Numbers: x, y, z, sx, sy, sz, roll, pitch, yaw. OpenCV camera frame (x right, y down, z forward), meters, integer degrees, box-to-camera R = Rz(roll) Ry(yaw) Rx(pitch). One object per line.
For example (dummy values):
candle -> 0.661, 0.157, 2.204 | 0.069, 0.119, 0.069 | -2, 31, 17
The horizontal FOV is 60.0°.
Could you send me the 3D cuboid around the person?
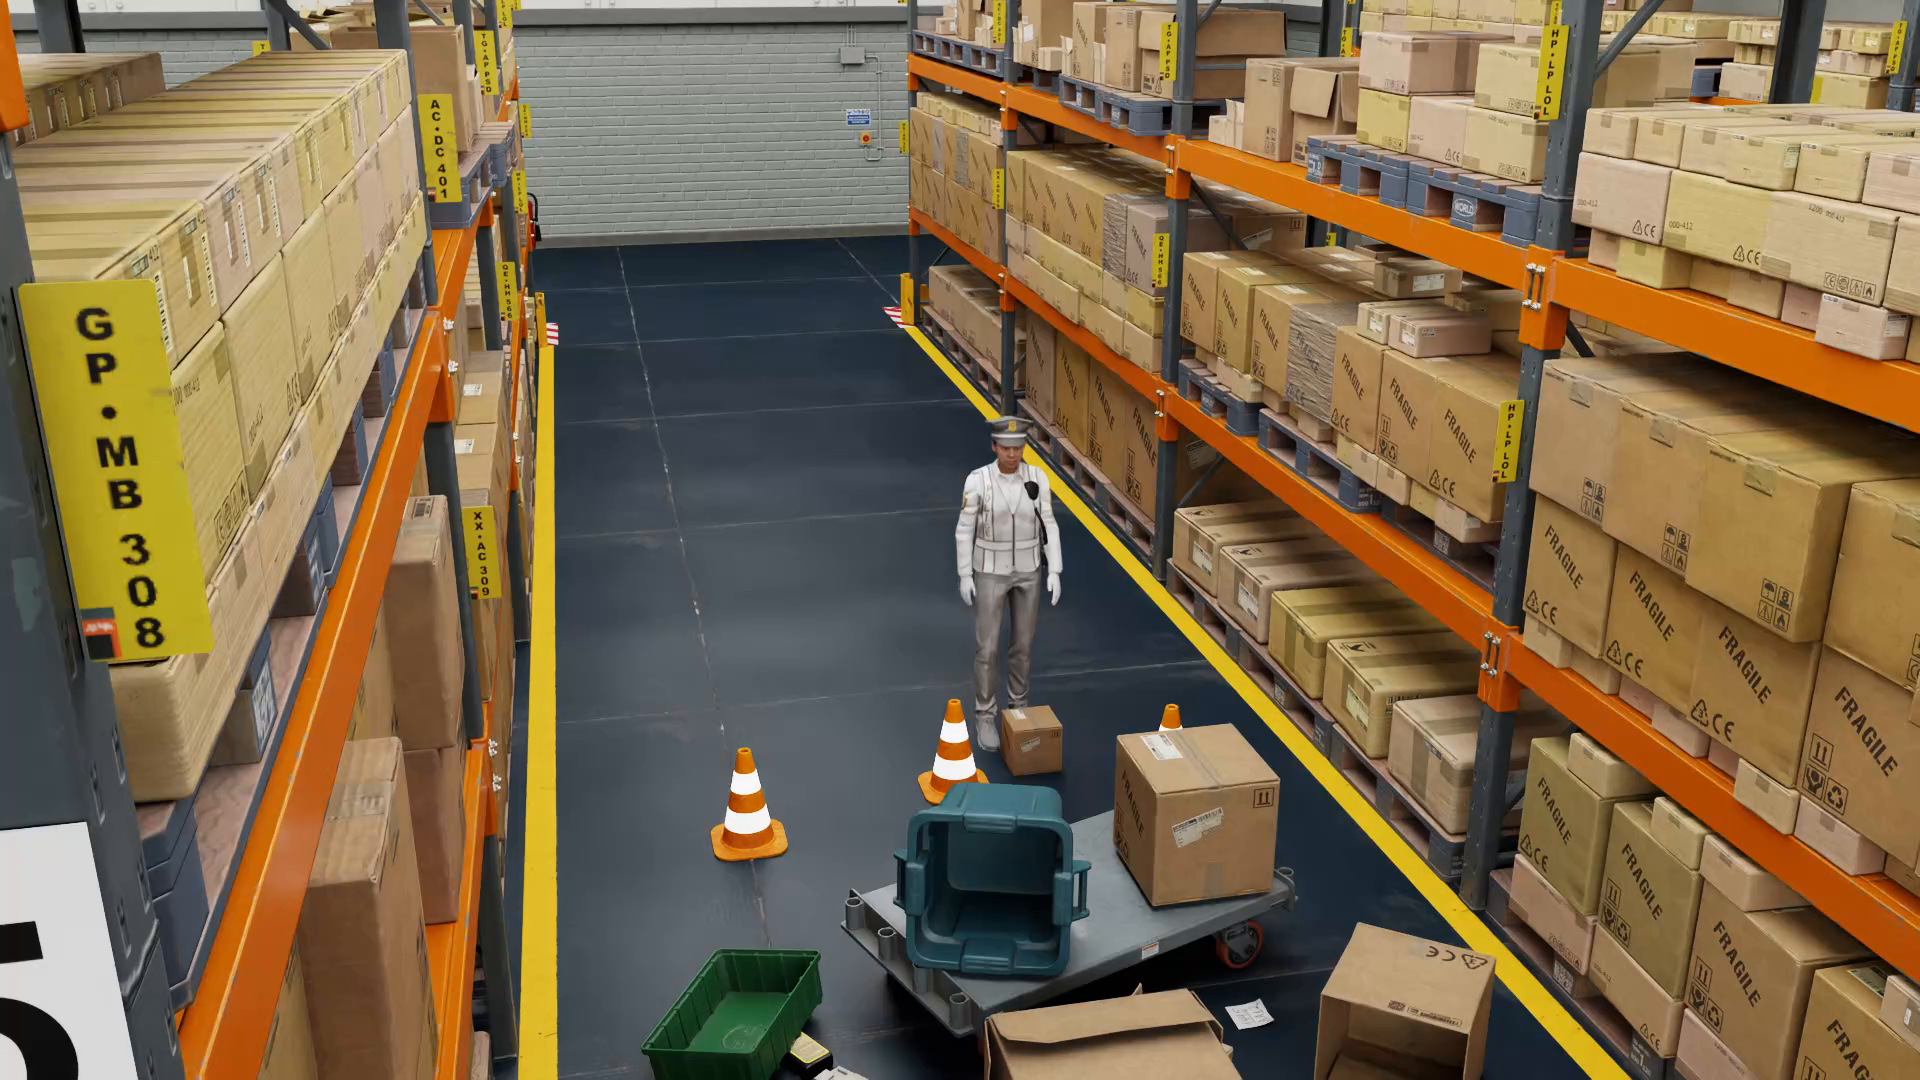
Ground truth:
person -> 0.265, 0.206, 8.479 | 0.524, 1.704, 0.474 | -4, 20, -12
